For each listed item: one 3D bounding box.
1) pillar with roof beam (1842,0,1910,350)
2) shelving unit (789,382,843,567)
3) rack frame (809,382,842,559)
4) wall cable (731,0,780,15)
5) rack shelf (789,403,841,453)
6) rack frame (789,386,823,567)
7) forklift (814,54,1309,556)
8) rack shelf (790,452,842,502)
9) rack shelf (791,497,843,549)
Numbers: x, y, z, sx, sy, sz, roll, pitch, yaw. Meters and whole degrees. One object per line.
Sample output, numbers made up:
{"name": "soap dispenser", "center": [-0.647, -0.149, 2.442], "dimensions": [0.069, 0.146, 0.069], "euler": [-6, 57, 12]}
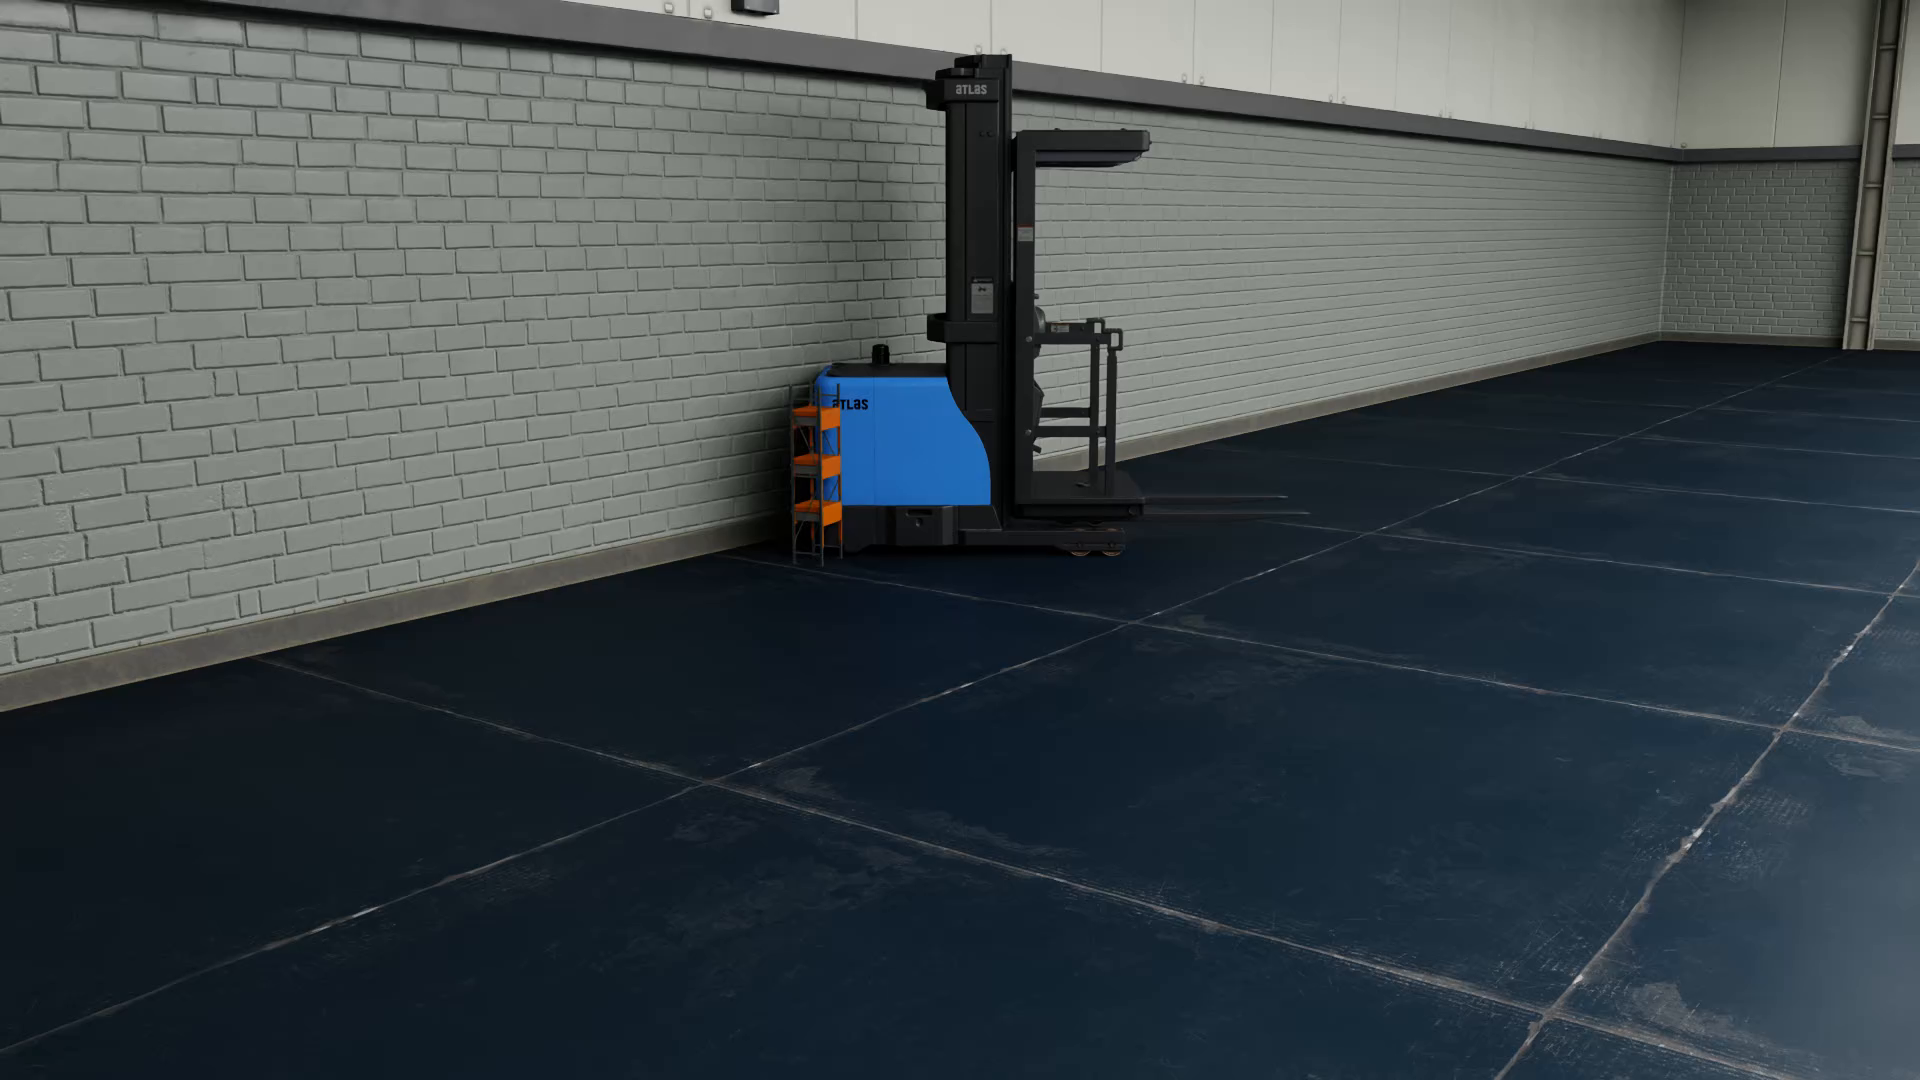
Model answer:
{"name": "pillar with roof beam", "center": [11.449, -6.738, 21.664], "dimensions": [0.400, 9.000, 9.100], "euler": [8, 13, 36]}
{"name": "shelving unit", "center": [-0.845, -0.388, 9.773], "dimensions": [0.215, 1.050, 0.252], "euler": [5, 12, 23]}
{"name": "rack frame", "center": [-0.797, -0.410, 9.883], "dimensions": [0.200, 1.050, 0.008], "euler": [5, 12, 23]}
{"name": "wall cable", "center": [-0.607, -6.229, 10.083], "dimensions": [0.169, 6.003, 2.305], "euler": [8, 13, 36]}
{"name": "rack shelf", "center": [-0.845, -0.657, 9.721], "dimensions": [0.215, 0.259, 0.240], "euler": [5, 12, 23]}
{"name": "rack frame", "center": [-0.893, -0.367, 9.663], "dimensions": [0.200, 1.050, 0.008], "euler": [5, 12, 23]}
{"name": "forklift", "center": [0.625, -1.441, 10.264], "dimensions": [3.031, 2.935, 1.130], "euler": [0, 11, -1]}
{"name": "rack shelf", "center": [-0.845, -0.378, 9.775], "dimensions": [0.215, 0.259, 0.240], "euler": [5, 12, 23]}
{"name": "rack shelf", "center": [-0.845, -0.105, 9.828], "dimensions": [0.215, 0.259, 0.240], "euler": [5, 12, 23]}
